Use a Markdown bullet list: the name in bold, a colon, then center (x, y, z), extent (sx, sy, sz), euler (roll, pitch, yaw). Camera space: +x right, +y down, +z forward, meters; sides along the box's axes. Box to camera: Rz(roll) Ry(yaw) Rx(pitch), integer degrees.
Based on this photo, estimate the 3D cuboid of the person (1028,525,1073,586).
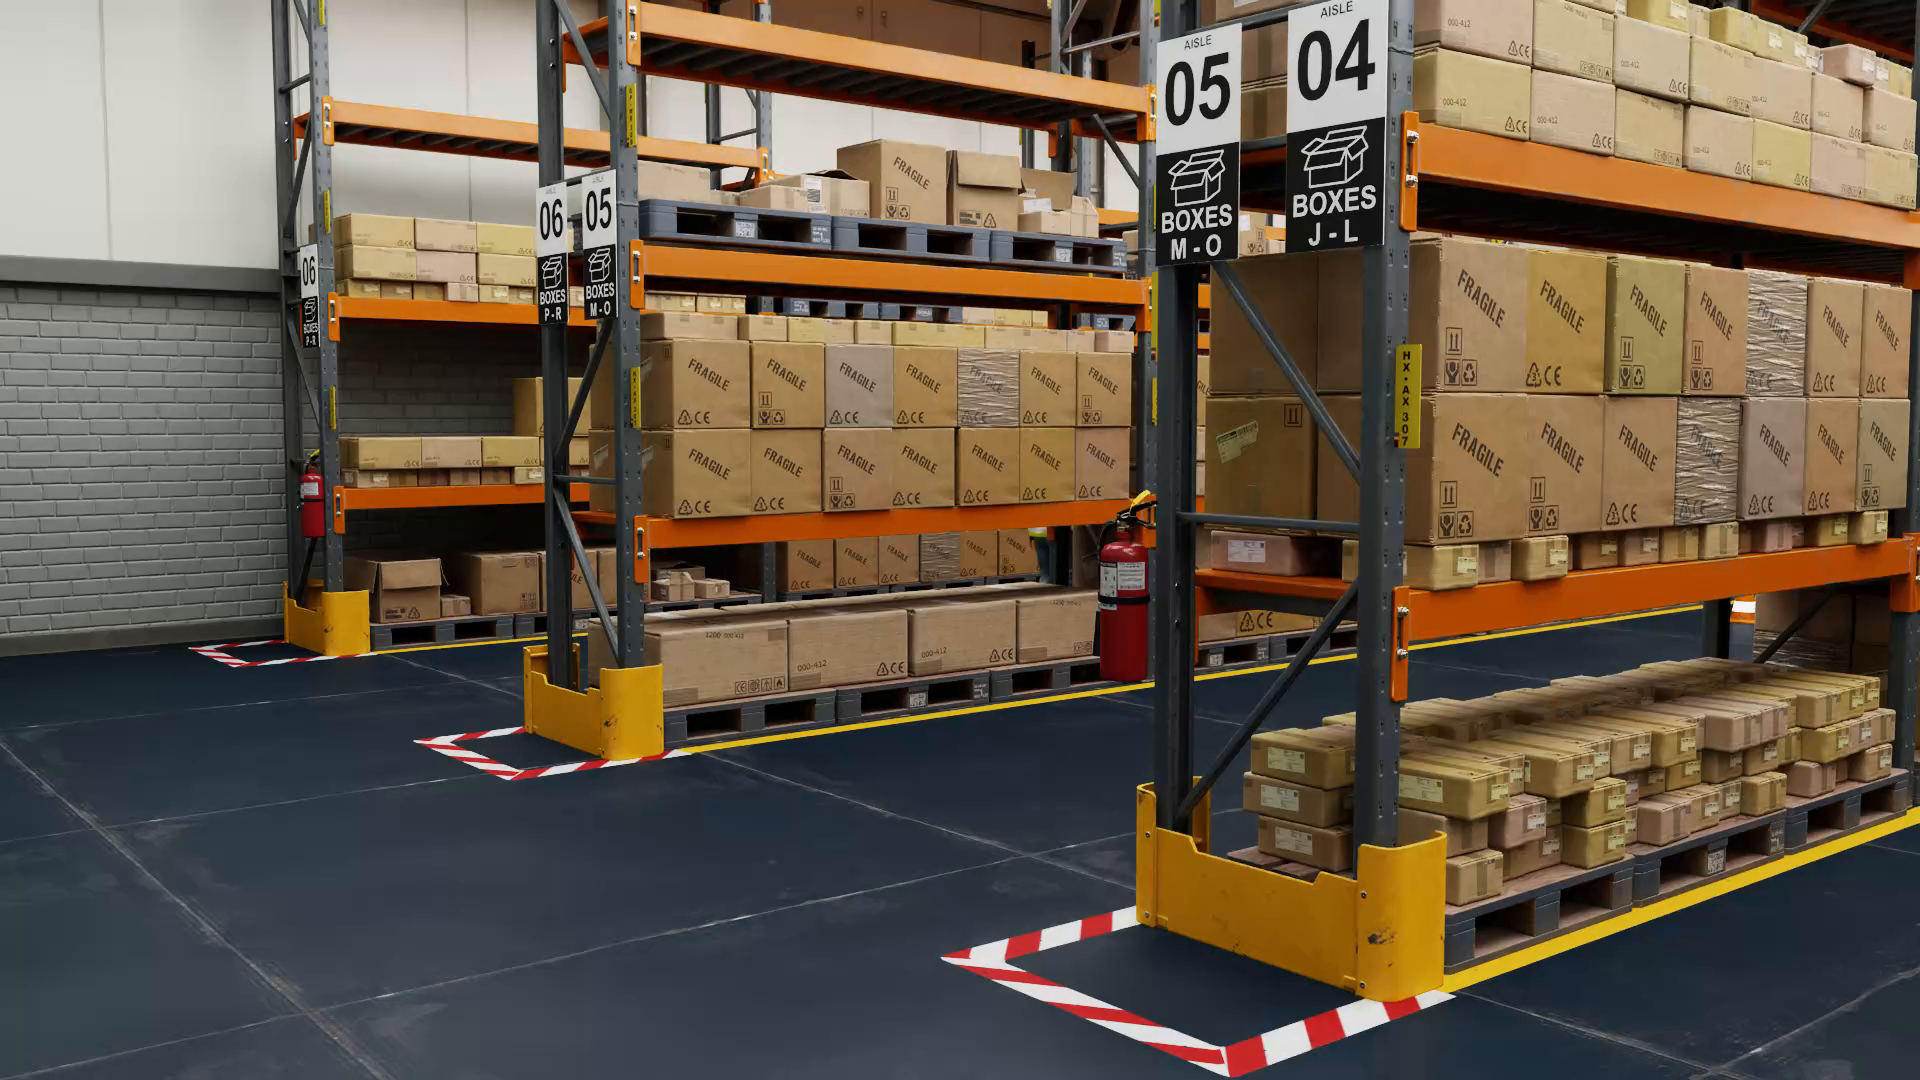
- **person**: center (0.825, -0.063, 14.233), extent (0.460, 1.759, 0.629), euler (-4, 6, -42)
